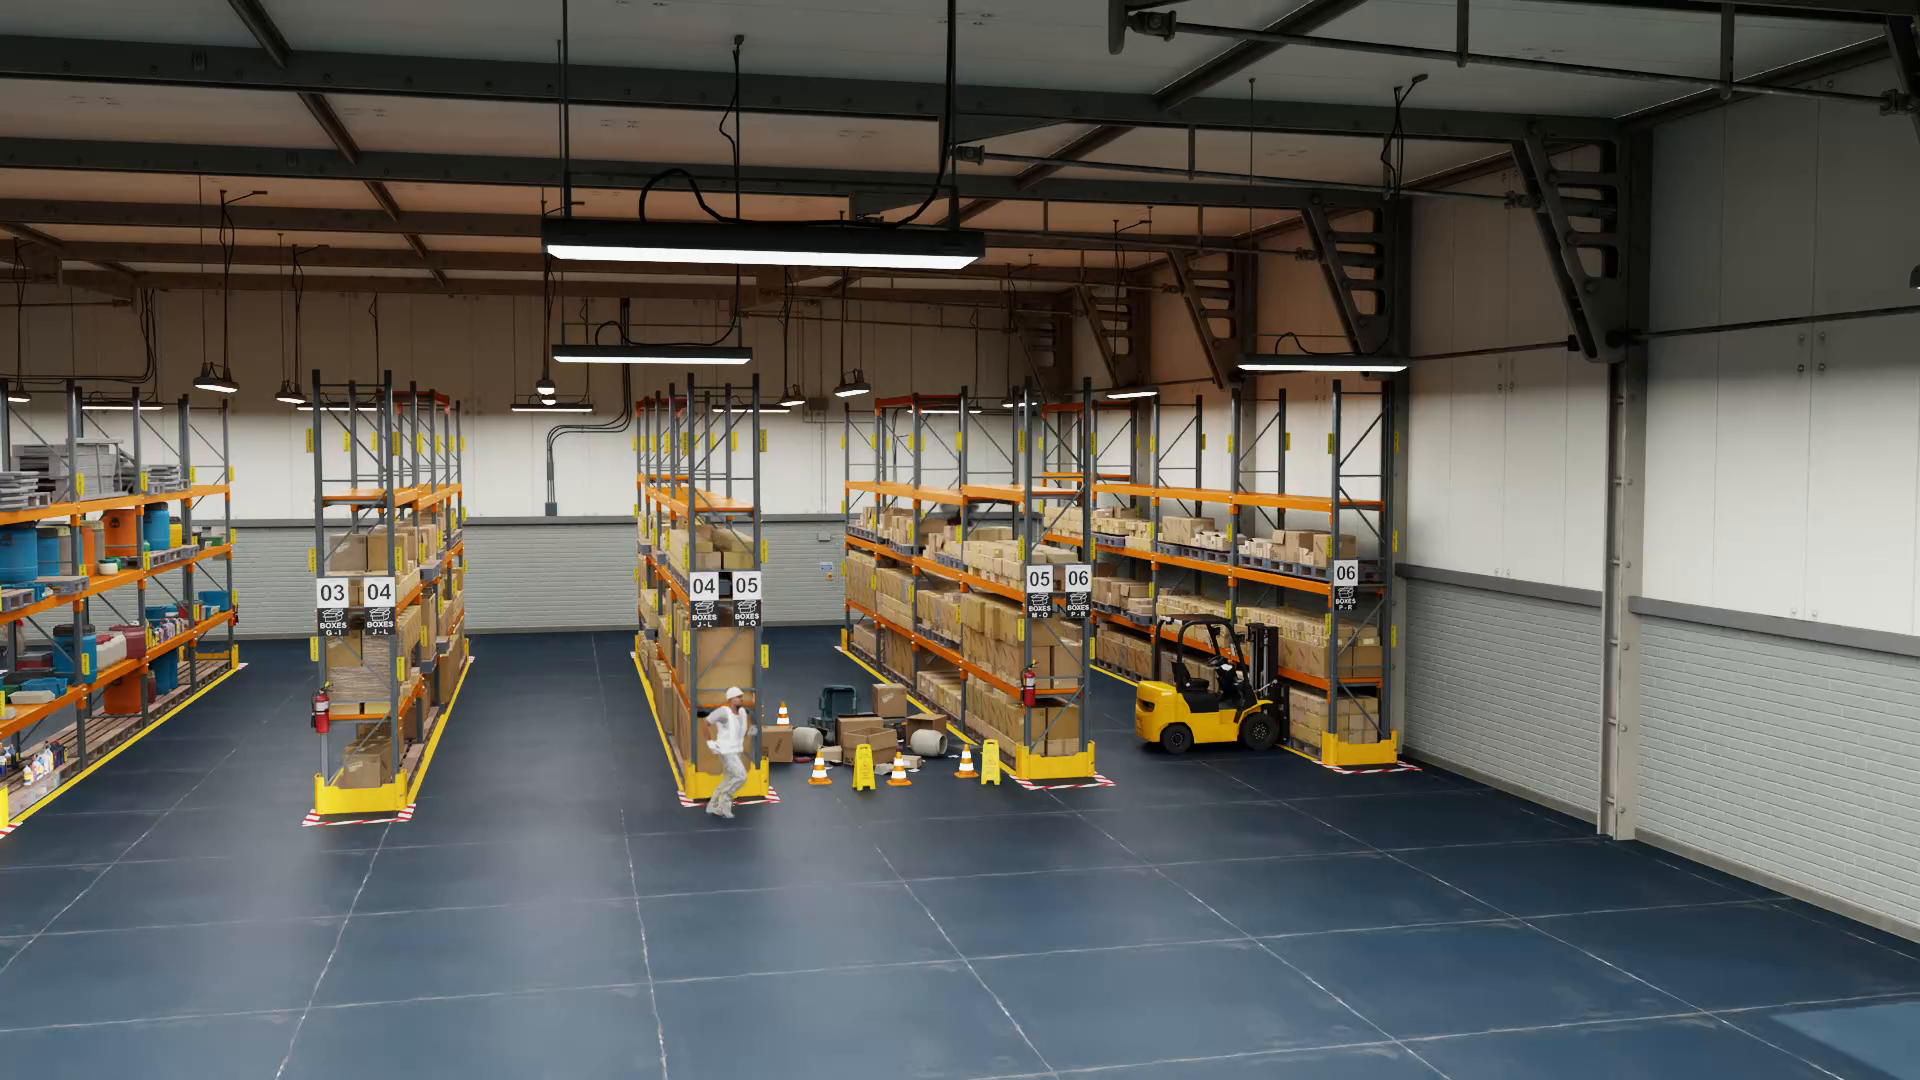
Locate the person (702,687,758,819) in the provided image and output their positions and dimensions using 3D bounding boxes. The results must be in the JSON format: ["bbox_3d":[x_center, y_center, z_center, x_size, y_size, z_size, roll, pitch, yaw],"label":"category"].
[{"bbox_3d":[-3.053,2.838,22.184,0.741,1.754,0.666,1,4,23],"label":"person"}]

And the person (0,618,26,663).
[{"bbox_3d":[-21.133,2.028,37.013,0.772,1.692,0.743,0,3,5],"label":"person"}]
